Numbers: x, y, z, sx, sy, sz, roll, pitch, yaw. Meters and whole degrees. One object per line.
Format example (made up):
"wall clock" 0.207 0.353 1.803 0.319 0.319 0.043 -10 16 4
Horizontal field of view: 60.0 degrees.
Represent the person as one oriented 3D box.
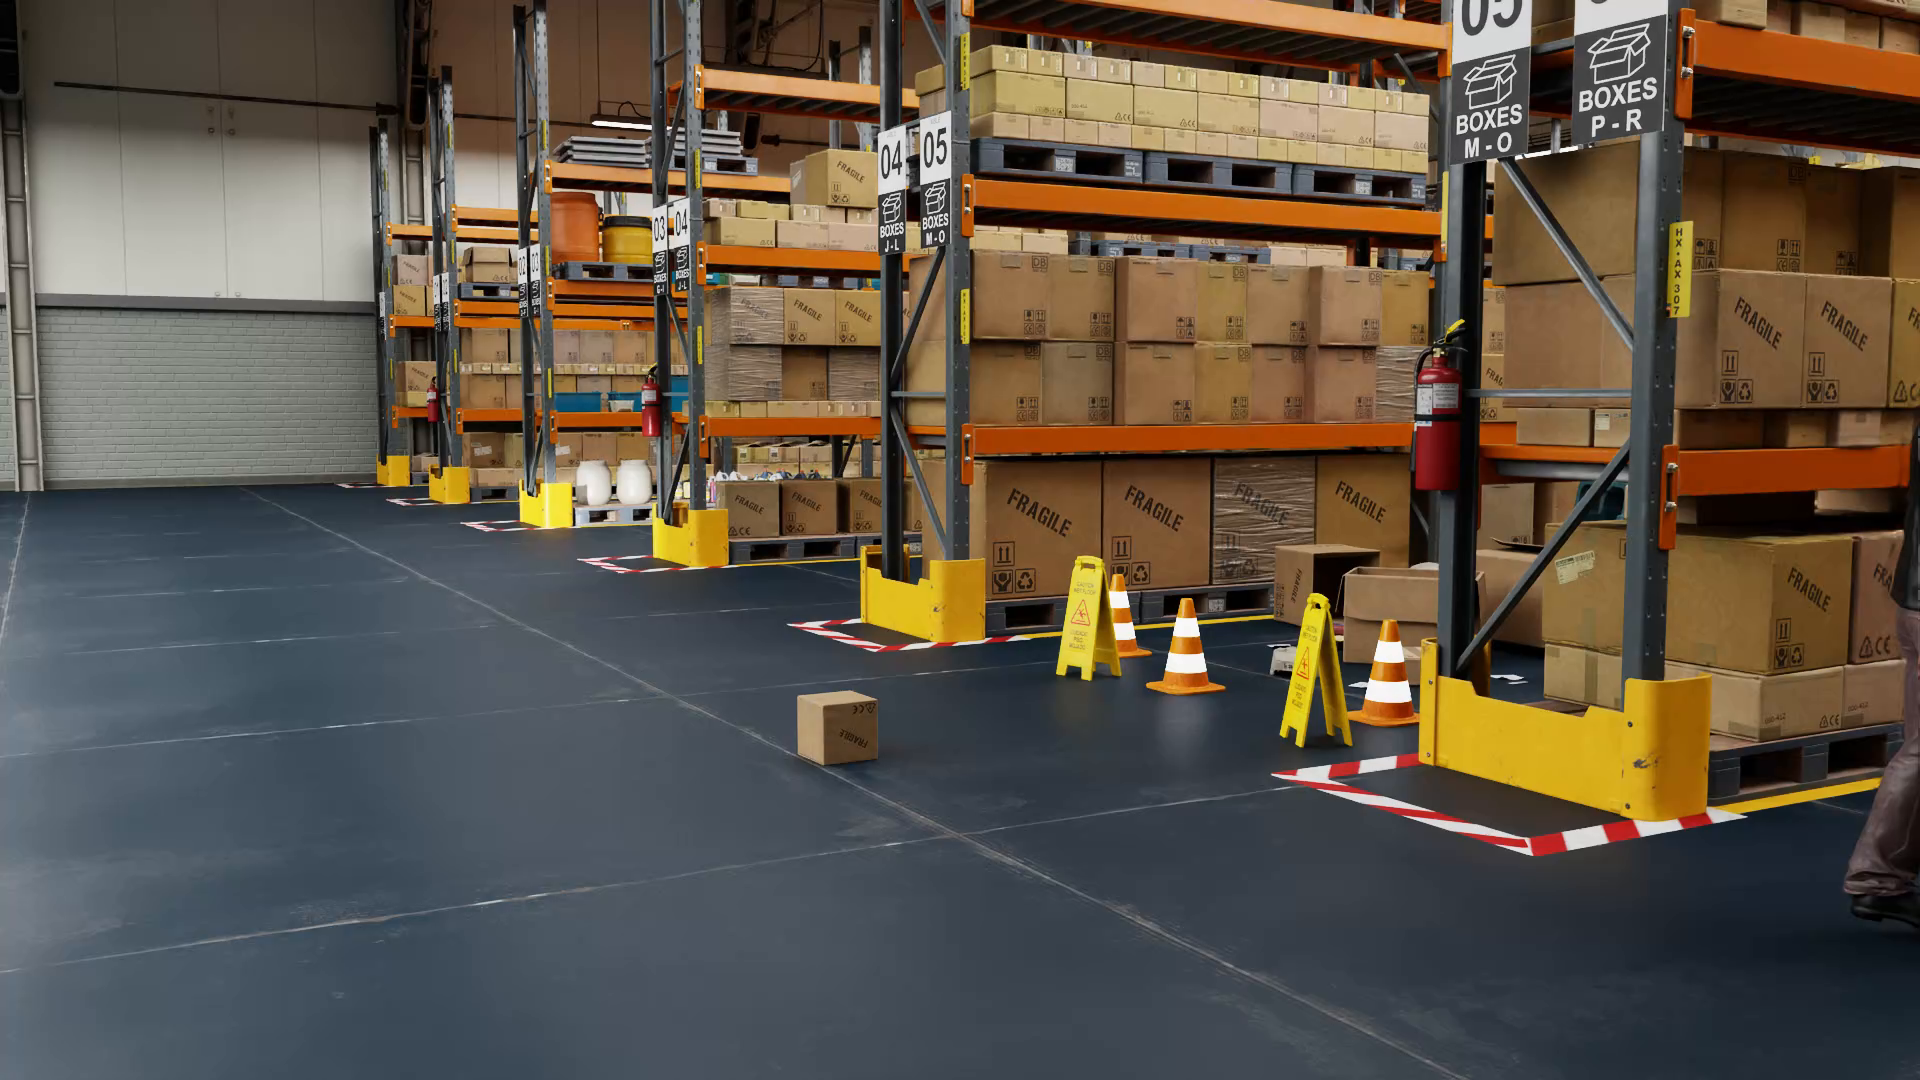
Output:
"person" 2.750 0.250 4.536 0.551 1.770 0.570 2 5 23
